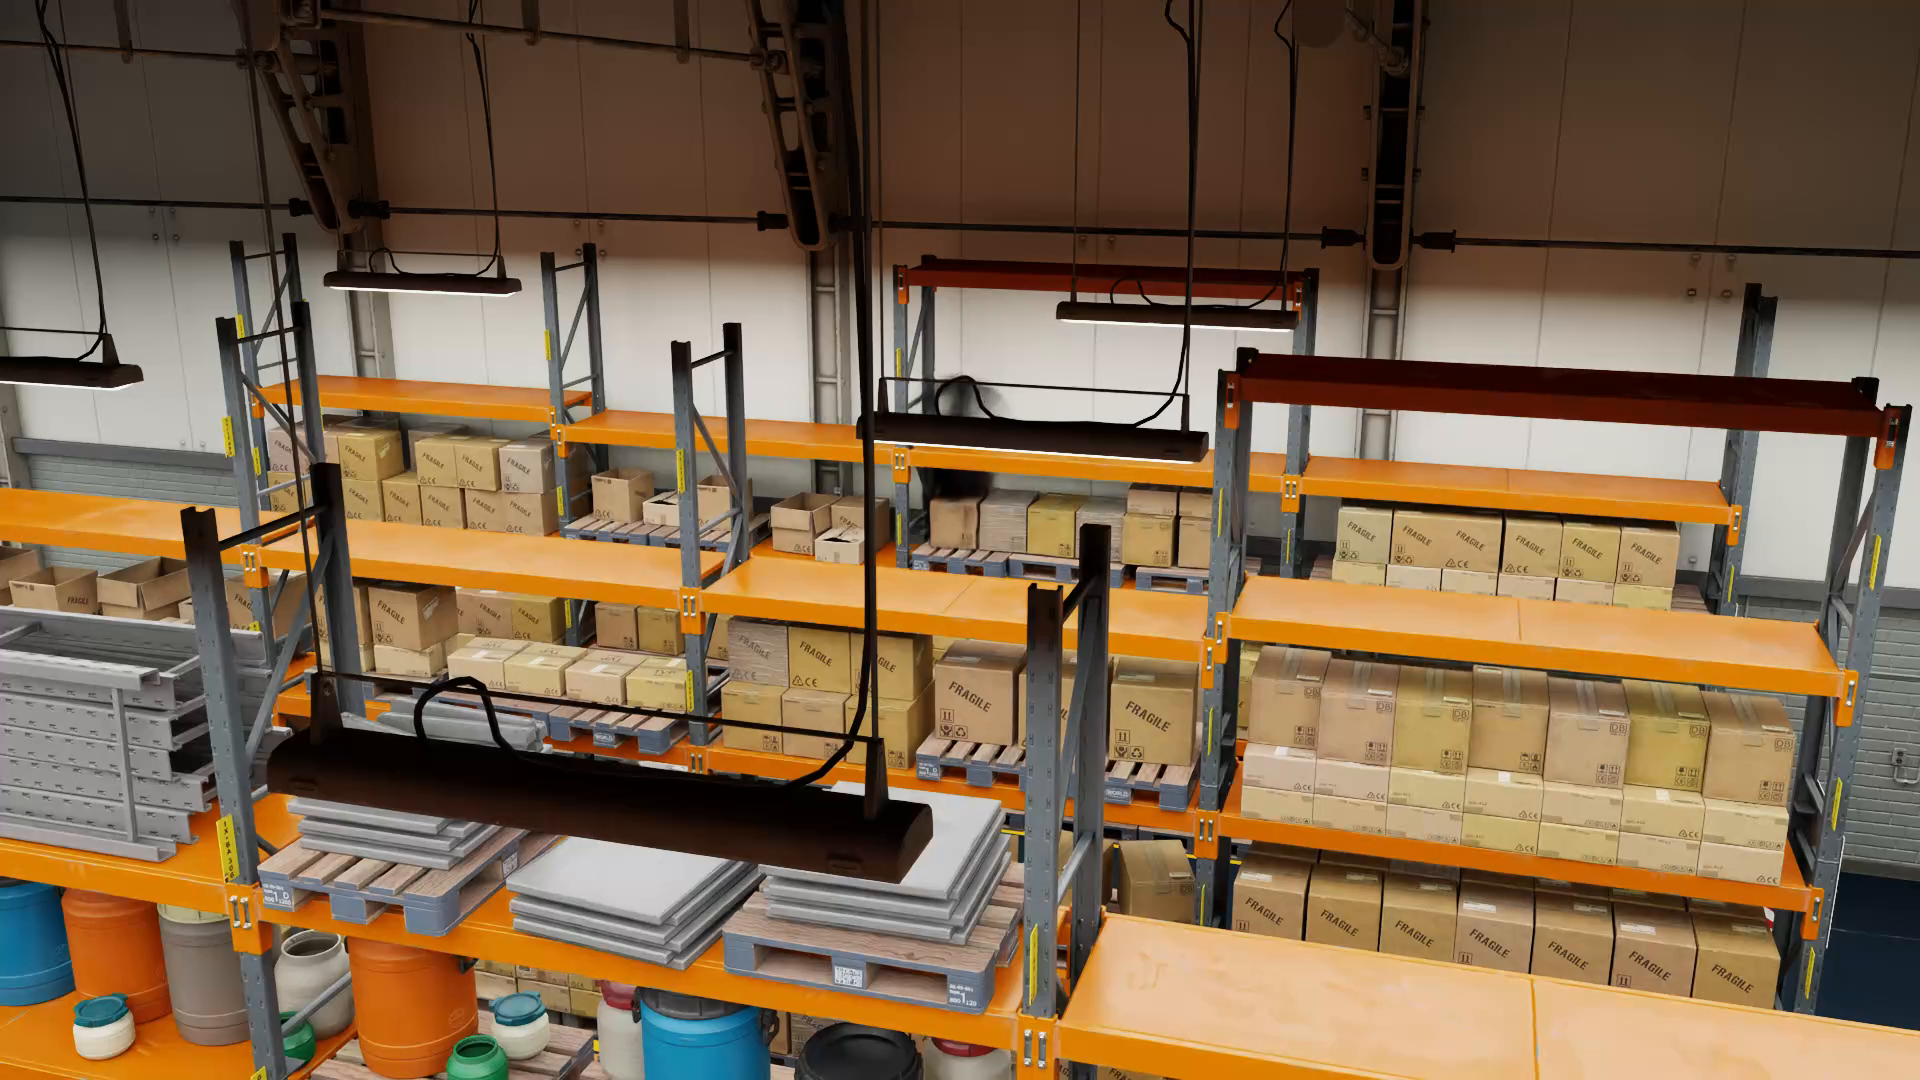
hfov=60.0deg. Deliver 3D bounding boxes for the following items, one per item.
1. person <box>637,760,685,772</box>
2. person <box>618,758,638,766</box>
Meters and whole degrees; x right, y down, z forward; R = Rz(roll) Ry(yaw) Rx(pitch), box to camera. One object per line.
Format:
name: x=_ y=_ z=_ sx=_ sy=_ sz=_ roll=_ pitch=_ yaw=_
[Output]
person: x=-2.940 y=2.692 z=16.617 sx=0.612 sy=1.633 sz=0.694 roll=15 pitch=22 yaw=42
person: x=-3.130 y=2.815 z=16.059 sx=0.902 sy=1.605 sz=0.473 roll=14 pitch=21 yaw=39
